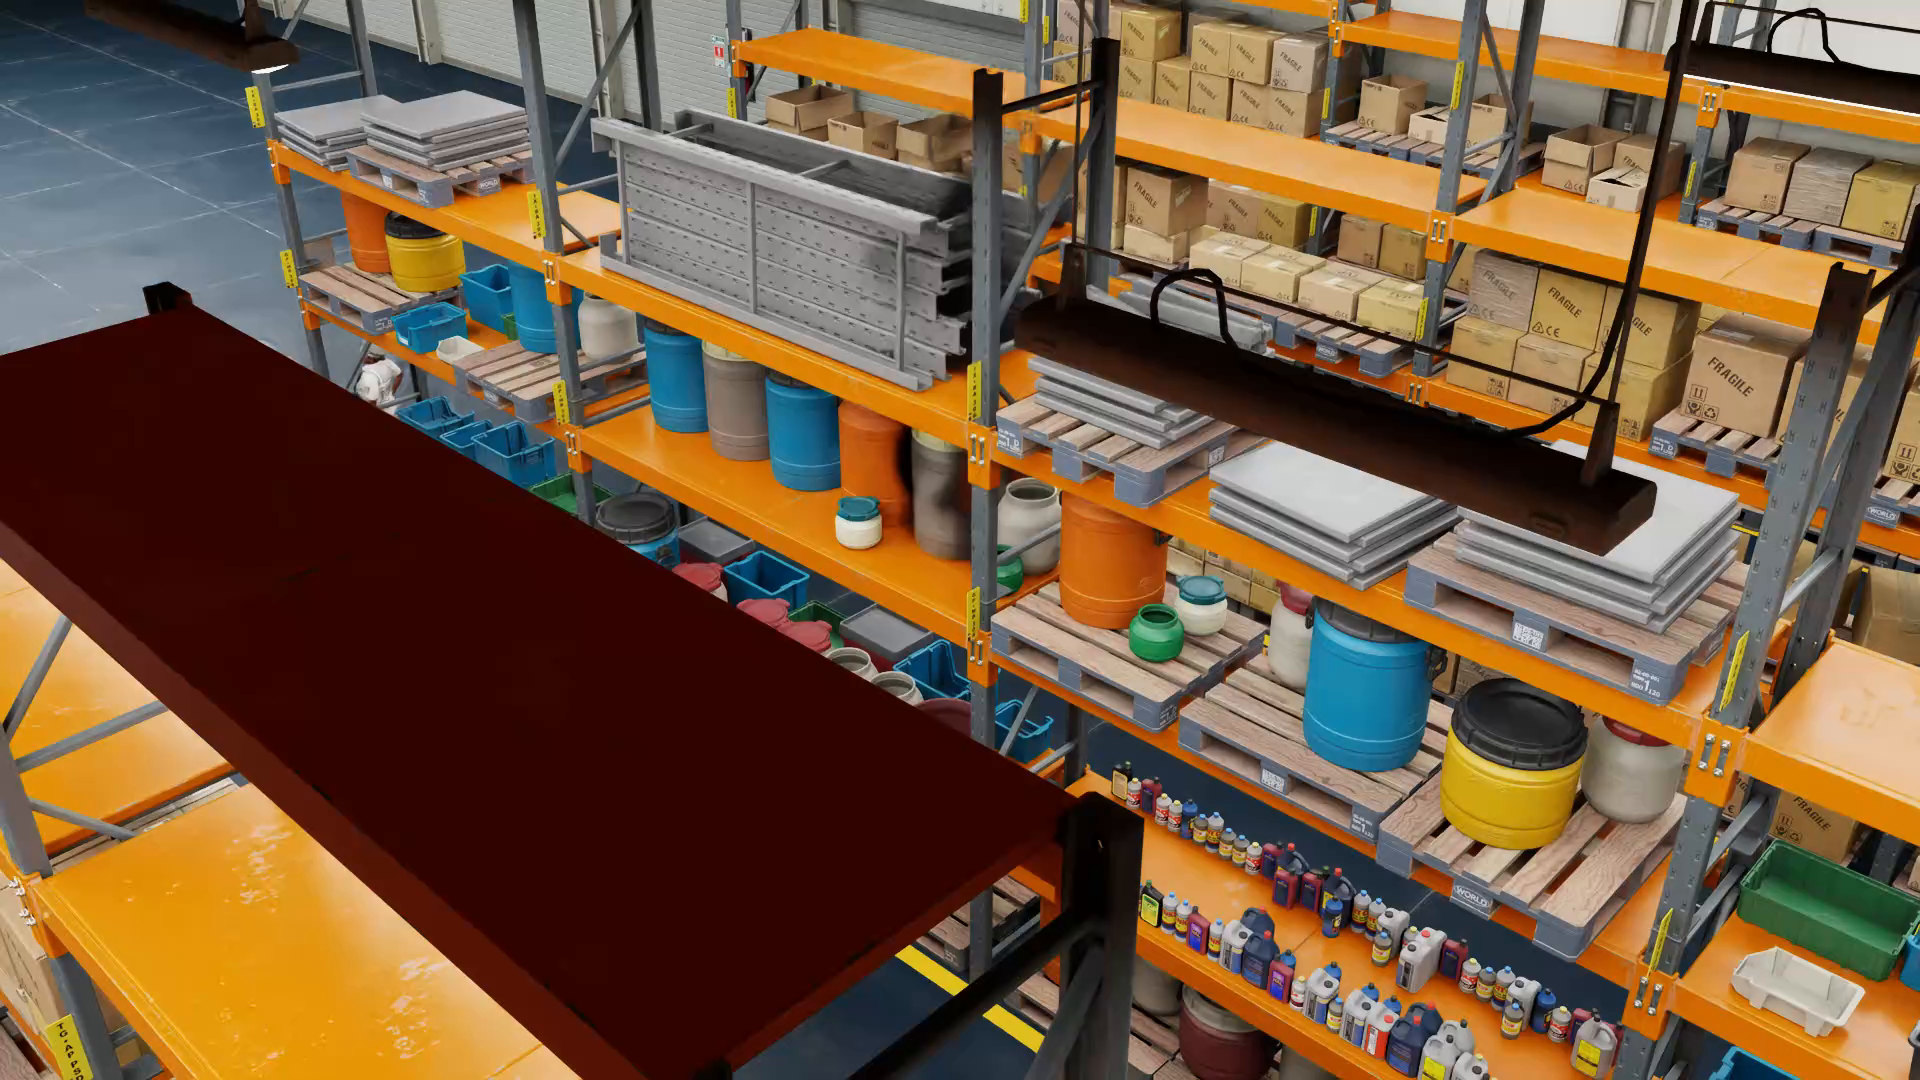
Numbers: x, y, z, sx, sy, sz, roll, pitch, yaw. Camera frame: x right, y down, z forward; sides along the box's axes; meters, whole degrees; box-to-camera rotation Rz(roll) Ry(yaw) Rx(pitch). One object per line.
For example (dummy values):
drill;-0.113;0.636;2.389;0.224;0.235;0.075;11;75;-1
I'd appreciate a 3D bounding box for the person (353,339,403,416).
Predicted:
person;-5.883;-1.276;16.834;0.726;1.683;0.622;0;29;0
